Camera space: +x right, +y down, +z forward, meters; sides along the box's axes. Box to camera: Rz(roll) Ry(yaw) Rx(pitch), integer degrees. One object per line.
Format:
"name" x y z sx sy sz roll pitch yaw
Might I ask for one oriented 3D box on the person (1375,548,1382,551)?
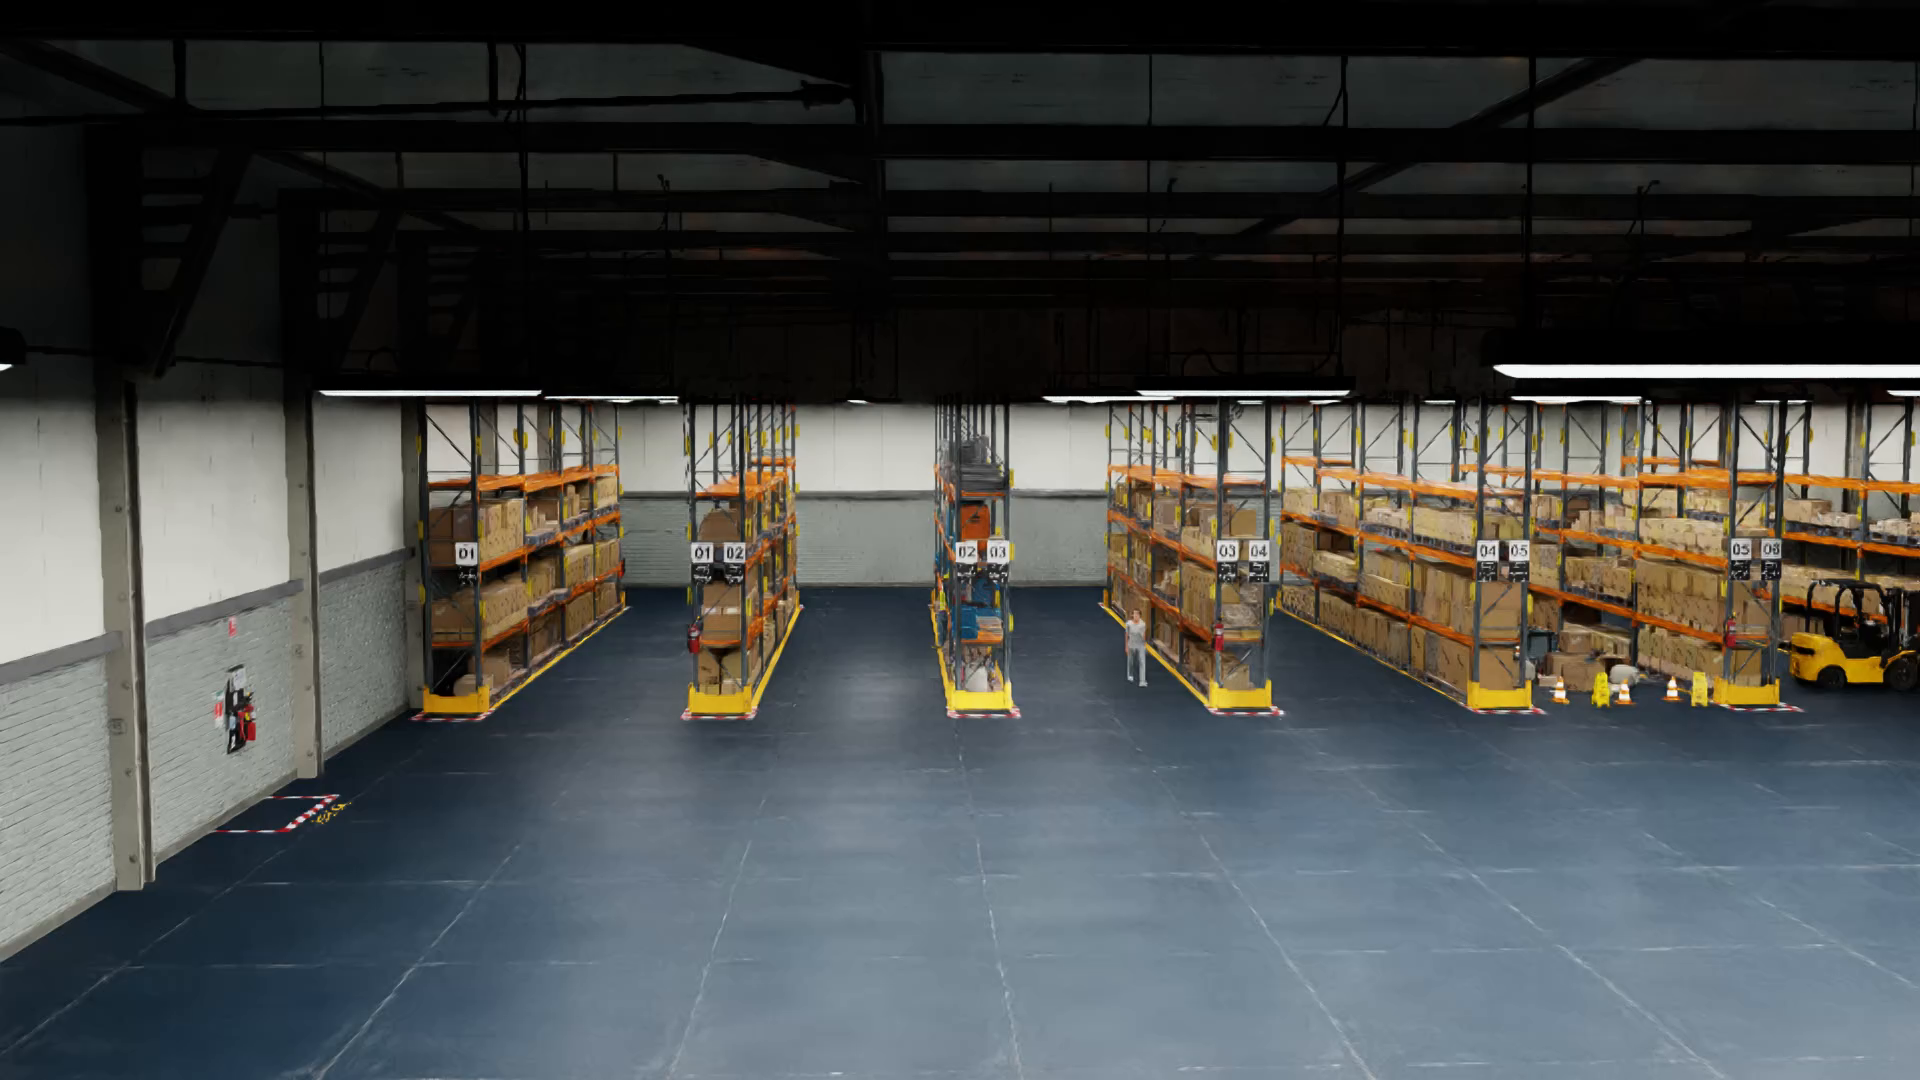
"person" 11.598 1.110 46.271 0.577 1.785 0.655 2 5 25

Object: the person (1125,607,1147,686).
"person" 3.609 2.172 34.223 0.446 1.590 1.110 0 5 0

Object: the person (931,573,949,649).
"person" -0.246 1.656 38.547 0.700 1.766 0.566 4 6 40
